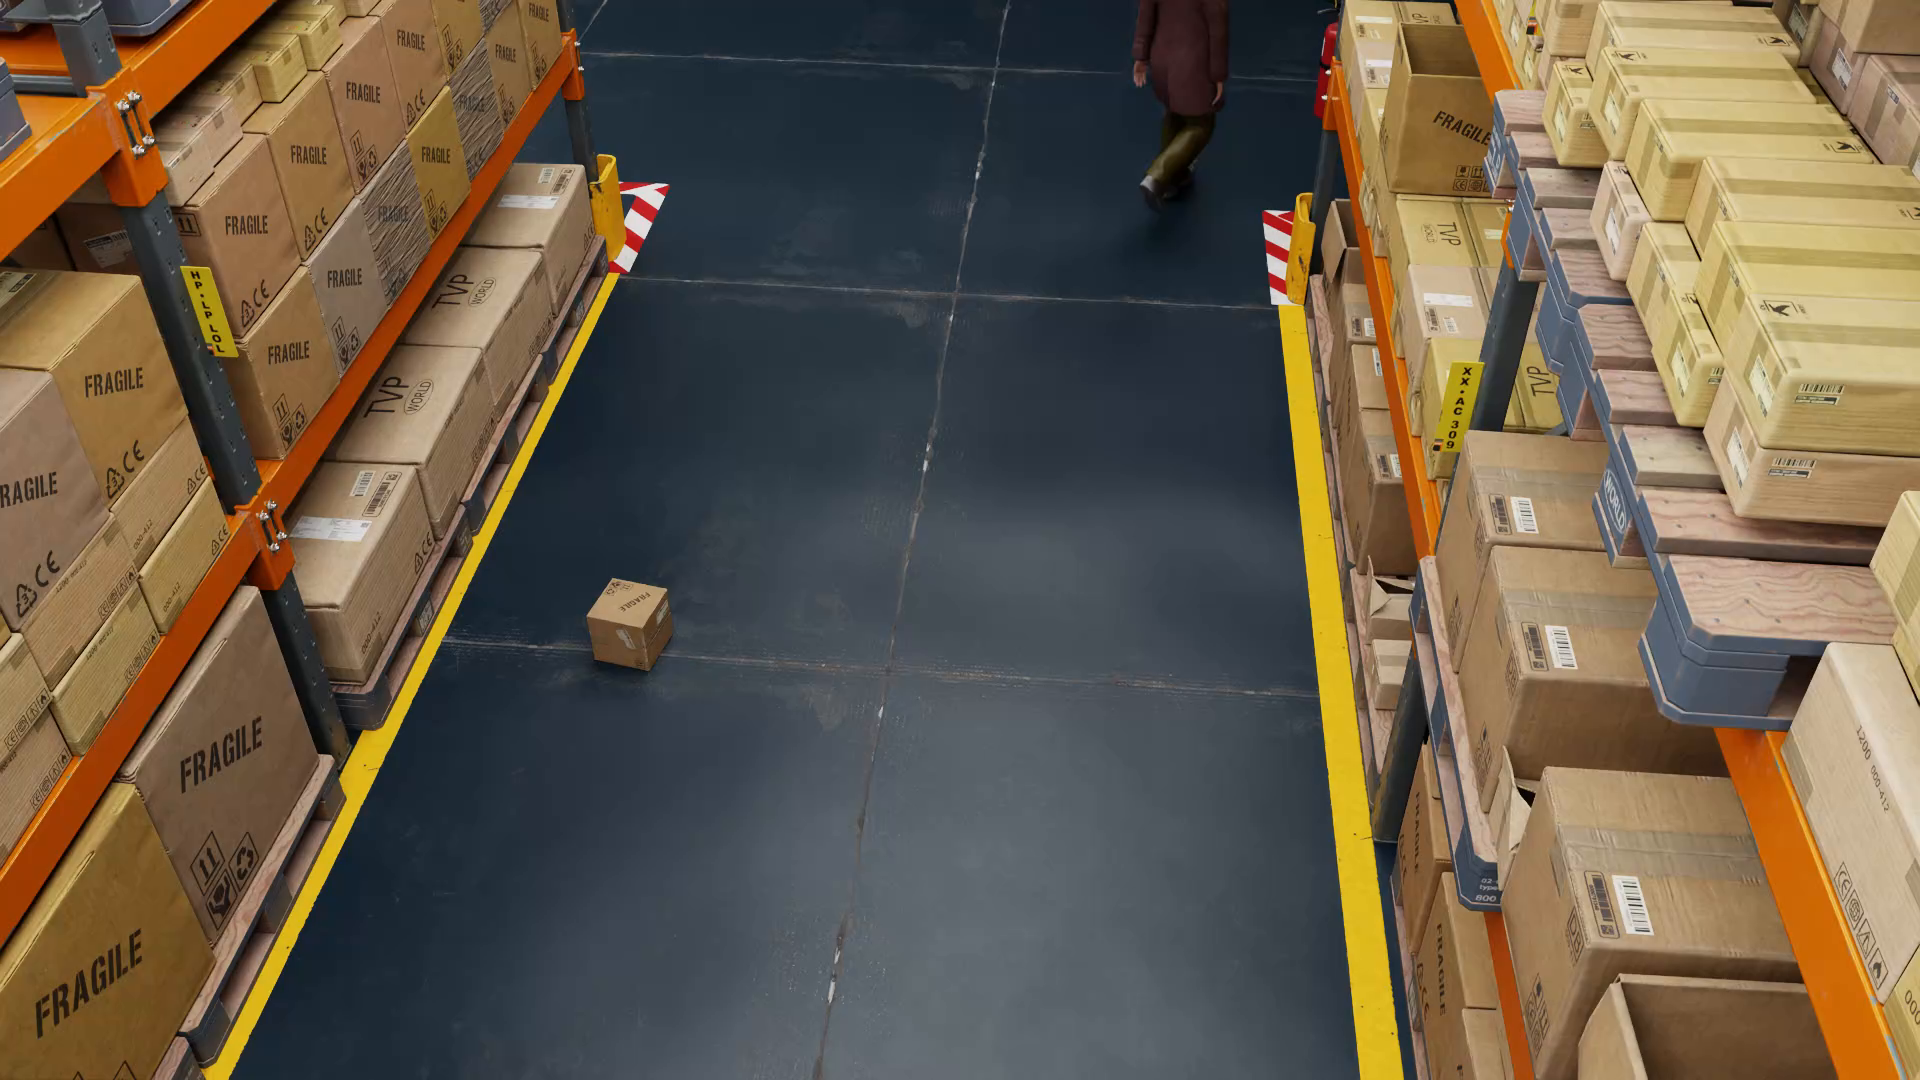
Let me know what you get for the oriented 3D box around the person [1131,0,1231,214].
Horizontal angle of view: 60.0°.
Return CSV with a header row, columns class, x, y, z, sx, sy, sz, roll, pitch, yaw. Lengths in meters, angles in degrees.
class,x,y,z,sx,sy,sz,roll,pitch,yaw
person,1.244,-2.680,9.398,0.615,1.752,0.843,28,47,30
